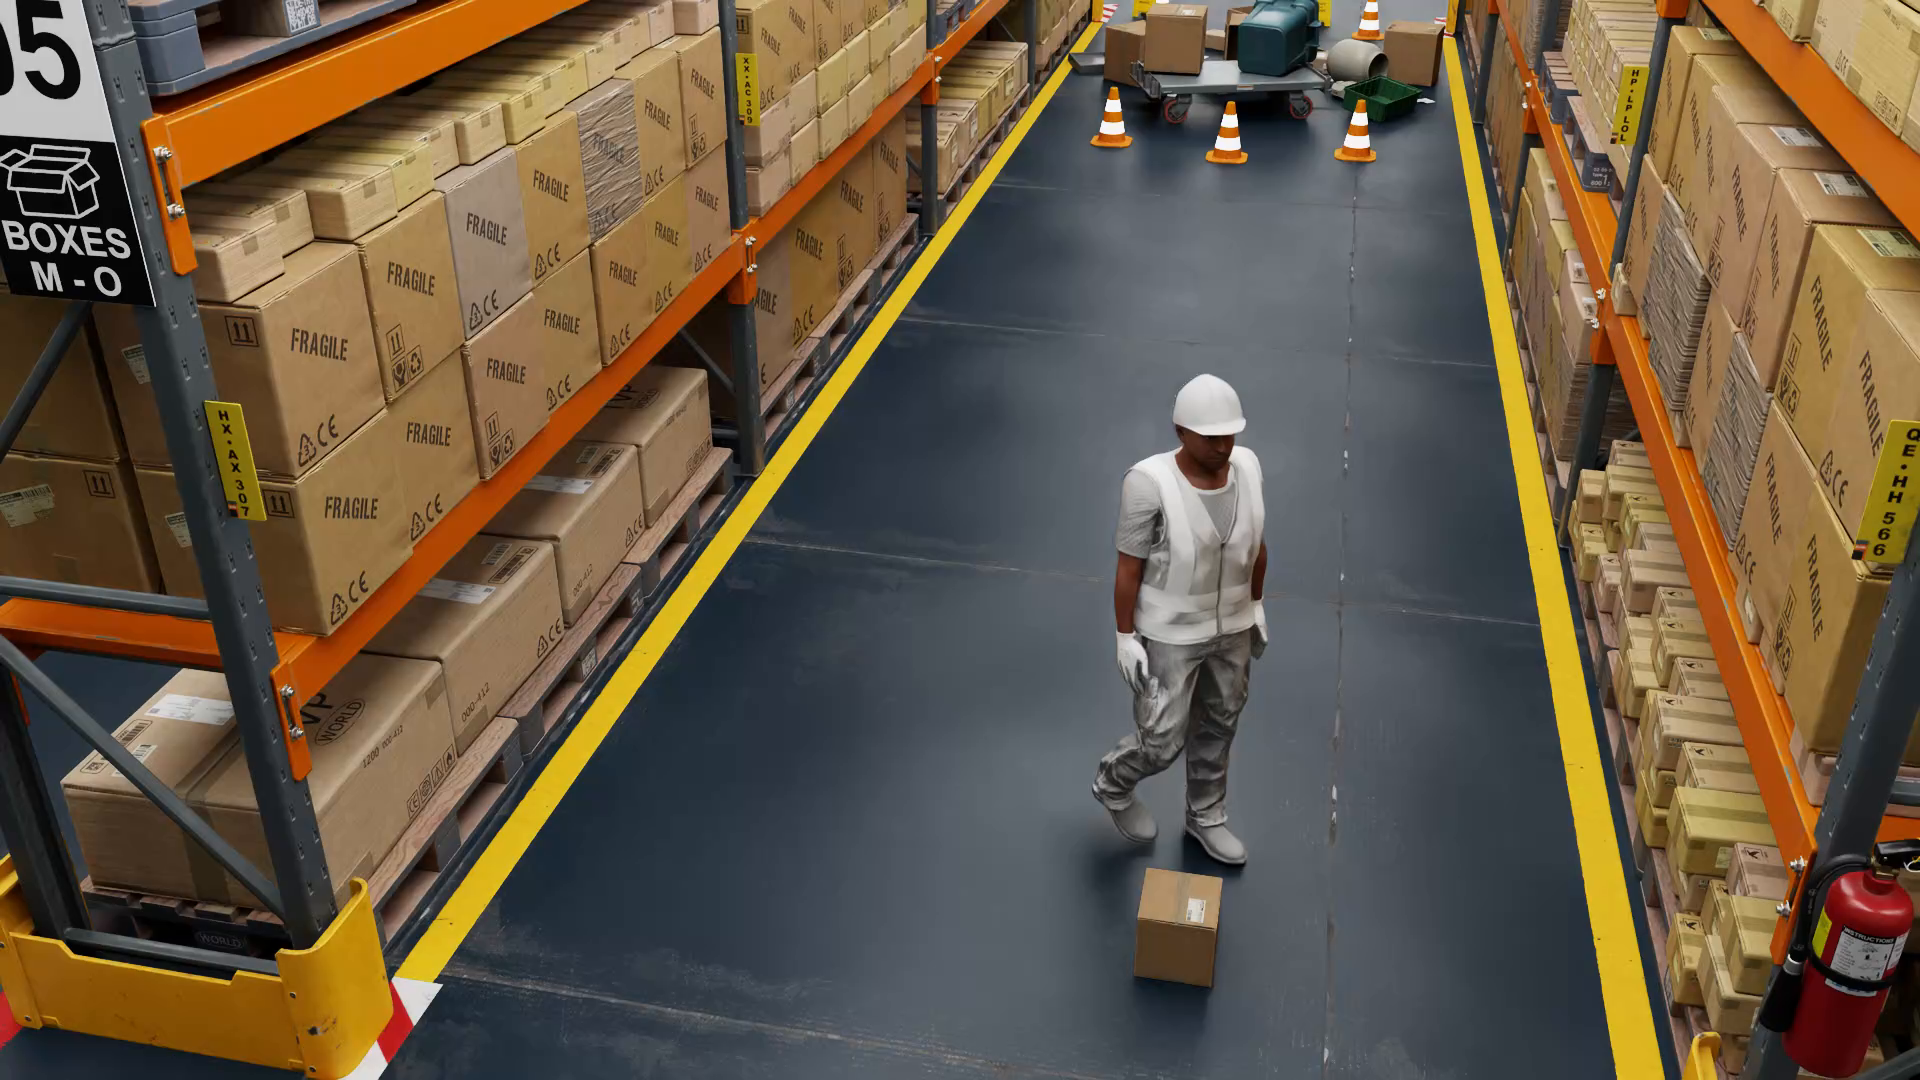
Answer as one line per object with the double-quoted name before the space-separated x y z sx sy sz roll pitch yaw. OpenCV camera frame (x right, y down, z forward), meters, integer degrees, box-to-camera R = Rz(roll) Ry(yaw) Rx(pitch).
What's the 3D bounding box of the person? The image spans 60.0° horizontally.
"person" 0.780 0.287 5.553 0.592 1.791 0.511 -13 31 -22
